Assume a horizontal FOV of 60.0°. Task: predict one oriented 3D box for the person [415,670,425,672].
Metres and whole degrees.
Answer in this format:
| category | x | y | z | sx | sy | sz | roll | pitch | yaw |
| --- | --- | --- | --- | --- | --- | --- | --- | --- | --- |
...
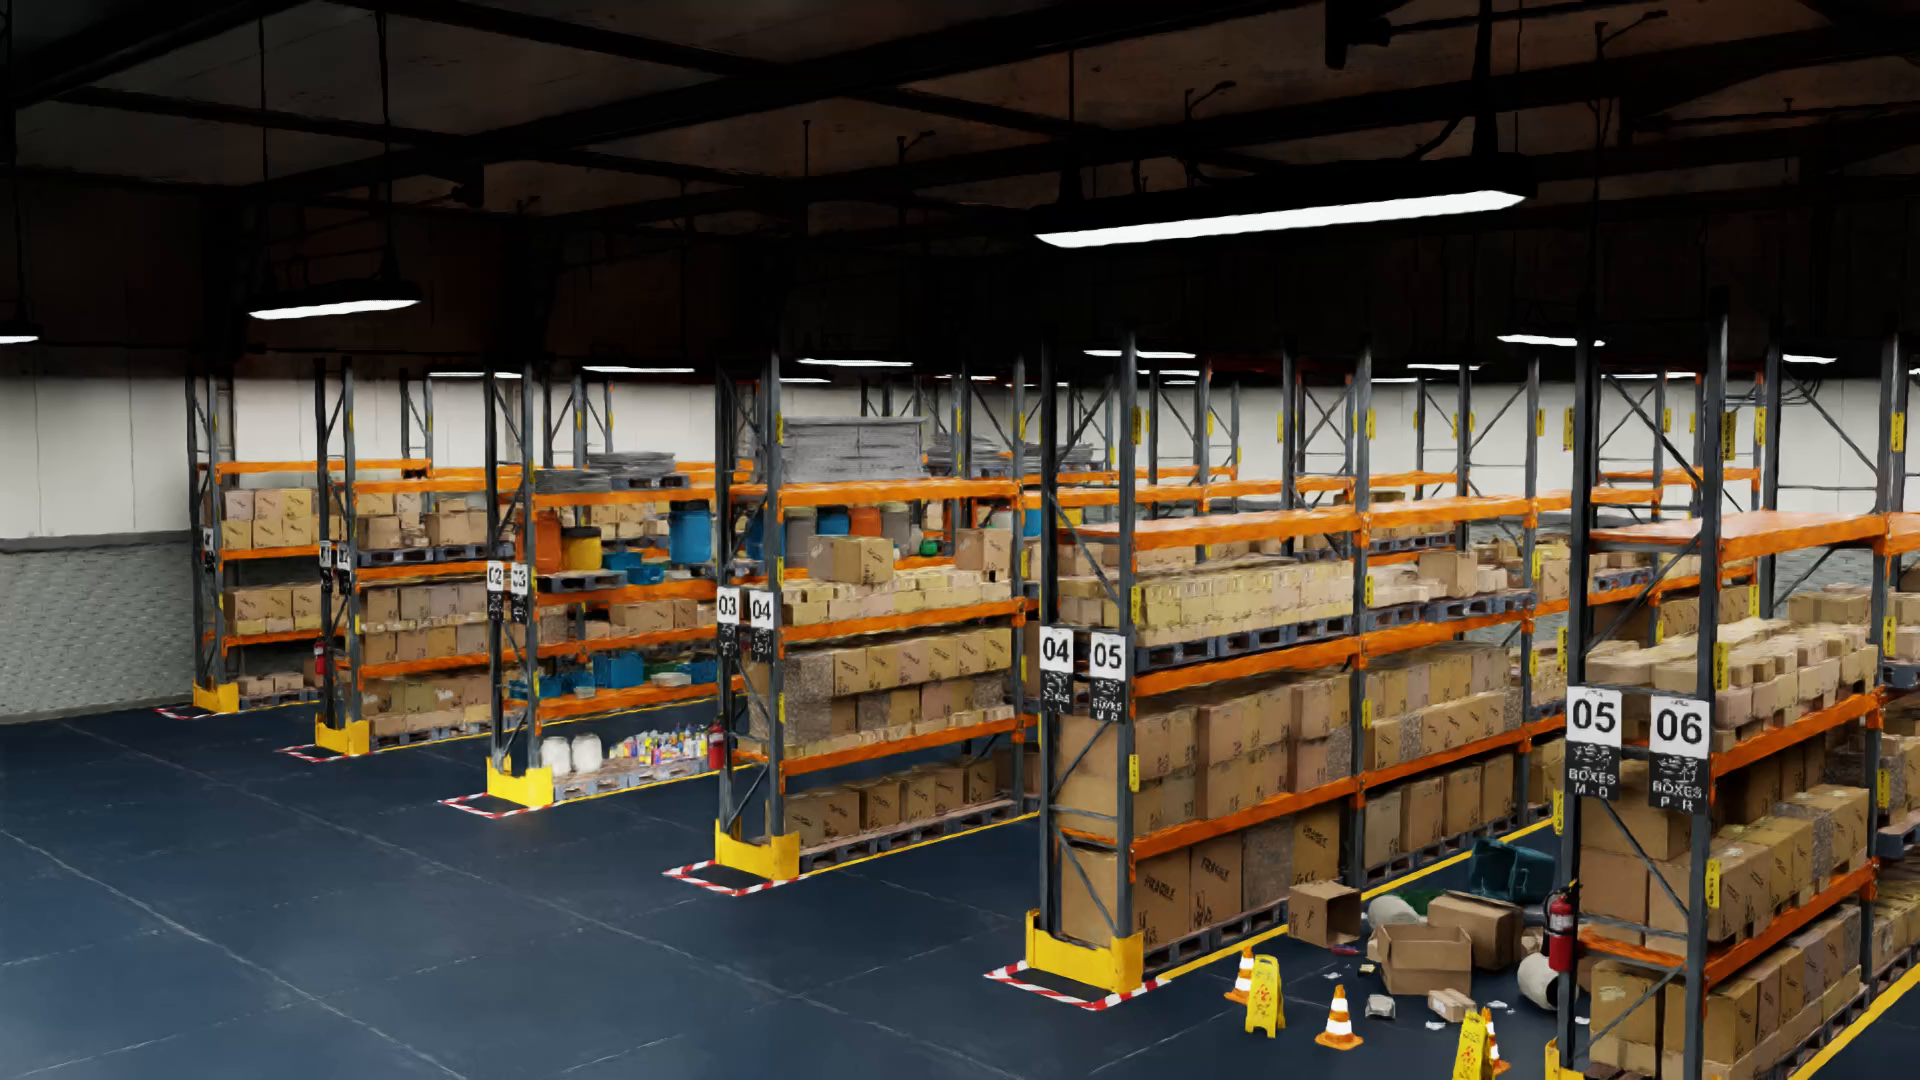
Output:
| category | x | y | z | sx | sy | sz | roll | pitch | yaw |
| --- | --- | --- | --- | --- | --- | --- | --- | --- | --- |
| person | -9.569 | 2.130 | 29.502 | 0.561 | 1.525 | 0.788 | 2 | 5 | 26 |
